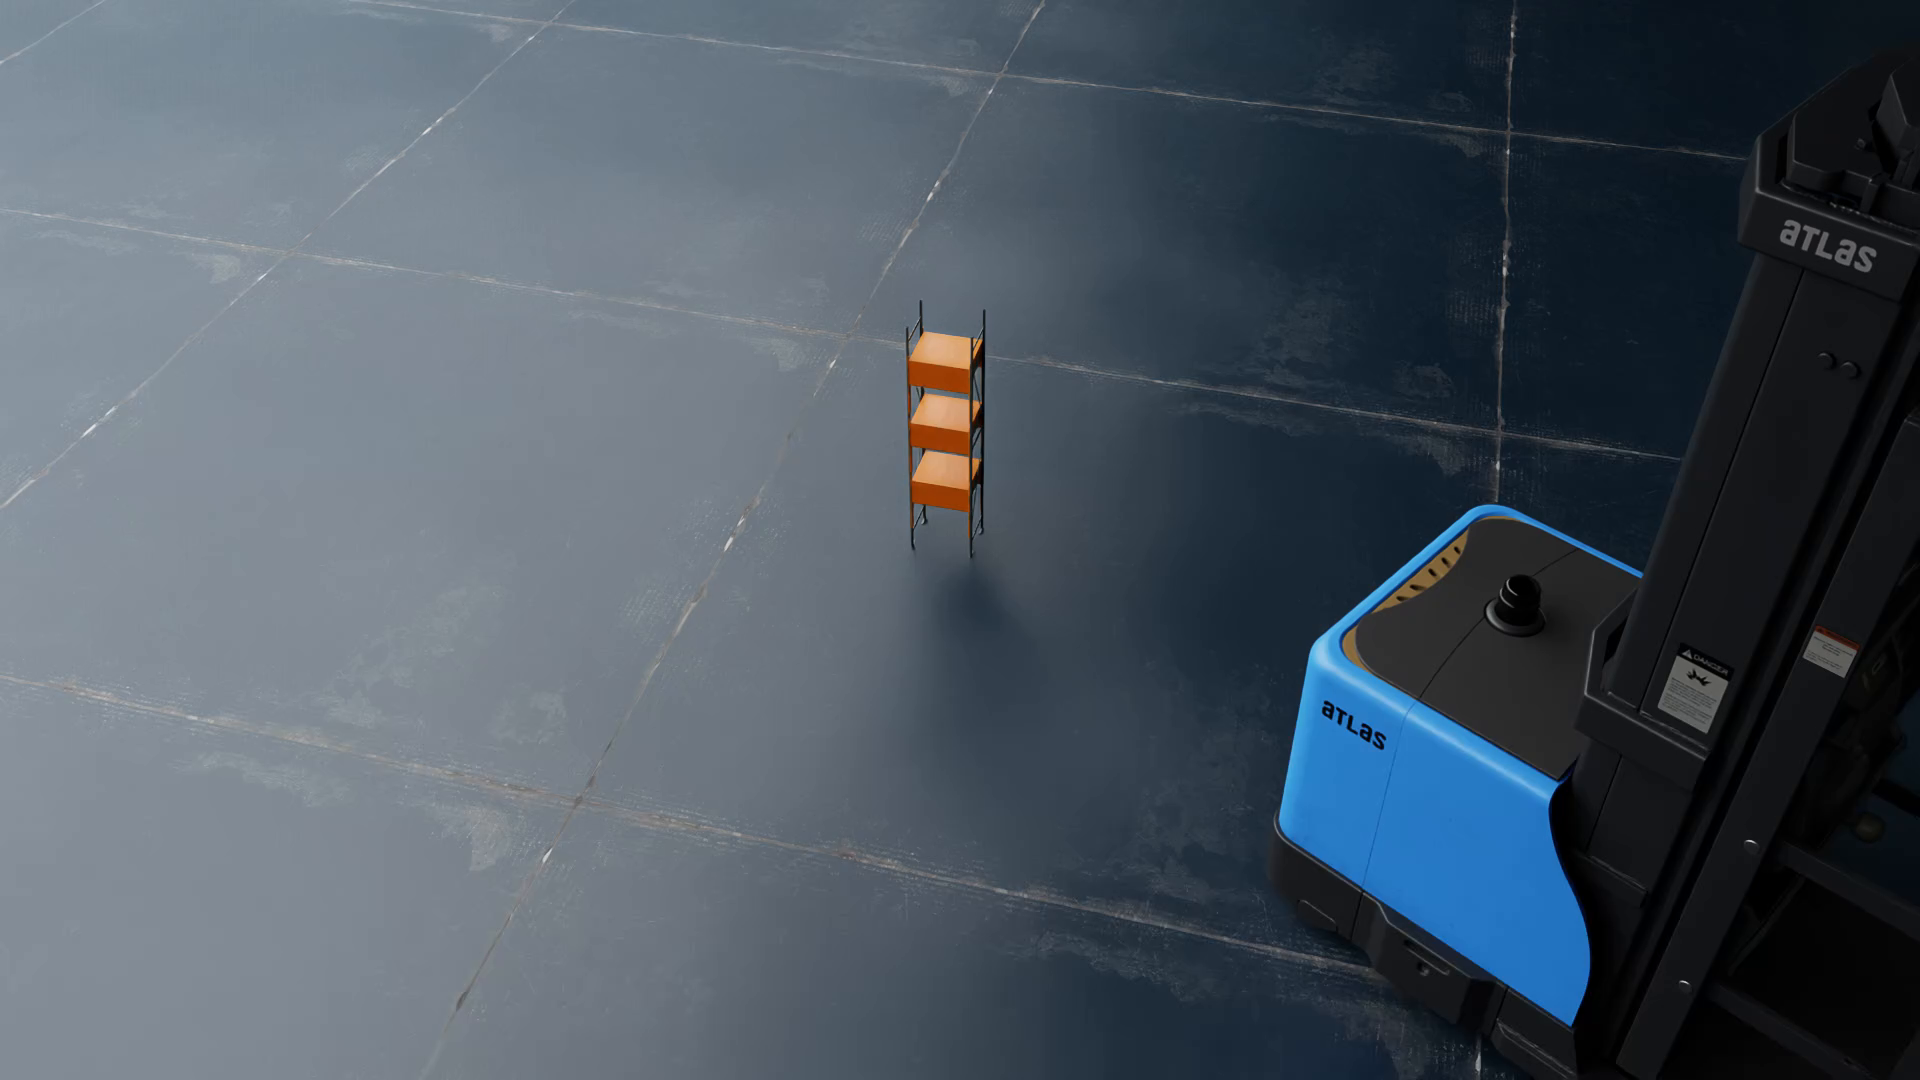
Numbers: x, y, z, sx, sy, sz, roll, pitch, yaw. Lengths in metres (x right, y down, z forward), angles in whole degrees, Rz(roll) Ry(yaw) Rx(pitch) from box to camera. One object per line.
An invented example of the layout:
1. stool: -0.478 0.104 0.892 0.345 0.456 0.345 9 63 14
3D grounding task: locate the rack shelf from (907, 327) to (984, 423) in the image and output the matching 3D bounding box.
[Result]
1. rack shelf: -0.052 -0.620 6.247 0.240 0.259 0.215 10 41 11

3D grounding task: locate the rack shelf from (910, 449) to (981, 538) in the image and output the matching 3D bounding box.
1. rack shelf: -0.052 -0.190 6.609 0.240 0.259 0.215 10 41 11

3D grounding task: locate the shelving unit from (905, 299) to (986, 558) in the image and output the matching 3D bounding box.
1. shelving unit: -0.052 -0.411 6.423 0.252 1.050 0.215 10 41 11

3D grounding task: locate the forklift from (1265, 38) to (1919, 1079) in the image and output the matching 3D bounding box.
1. forklift: 2.389 0.446 3.940 3.031 2.935 1.130 32 50 32

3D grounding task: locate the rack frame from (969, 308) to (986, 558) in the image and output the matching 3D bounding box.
1. rack frame: 0.066 -0.391 6.399 0.008 1.050 0.200 10 41 11

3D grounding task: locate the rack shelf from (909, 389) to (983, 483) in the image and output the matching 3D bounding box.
1. rack shelf: -0.052 -0.403 6.430 0.240 0.259 0.215 10 41 11

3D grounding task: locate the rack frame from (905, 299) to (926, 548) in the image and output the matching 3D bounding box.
1. rack frame: -0.170 -0.431 6.447 0.008 1.050 0.200 10 41 11
